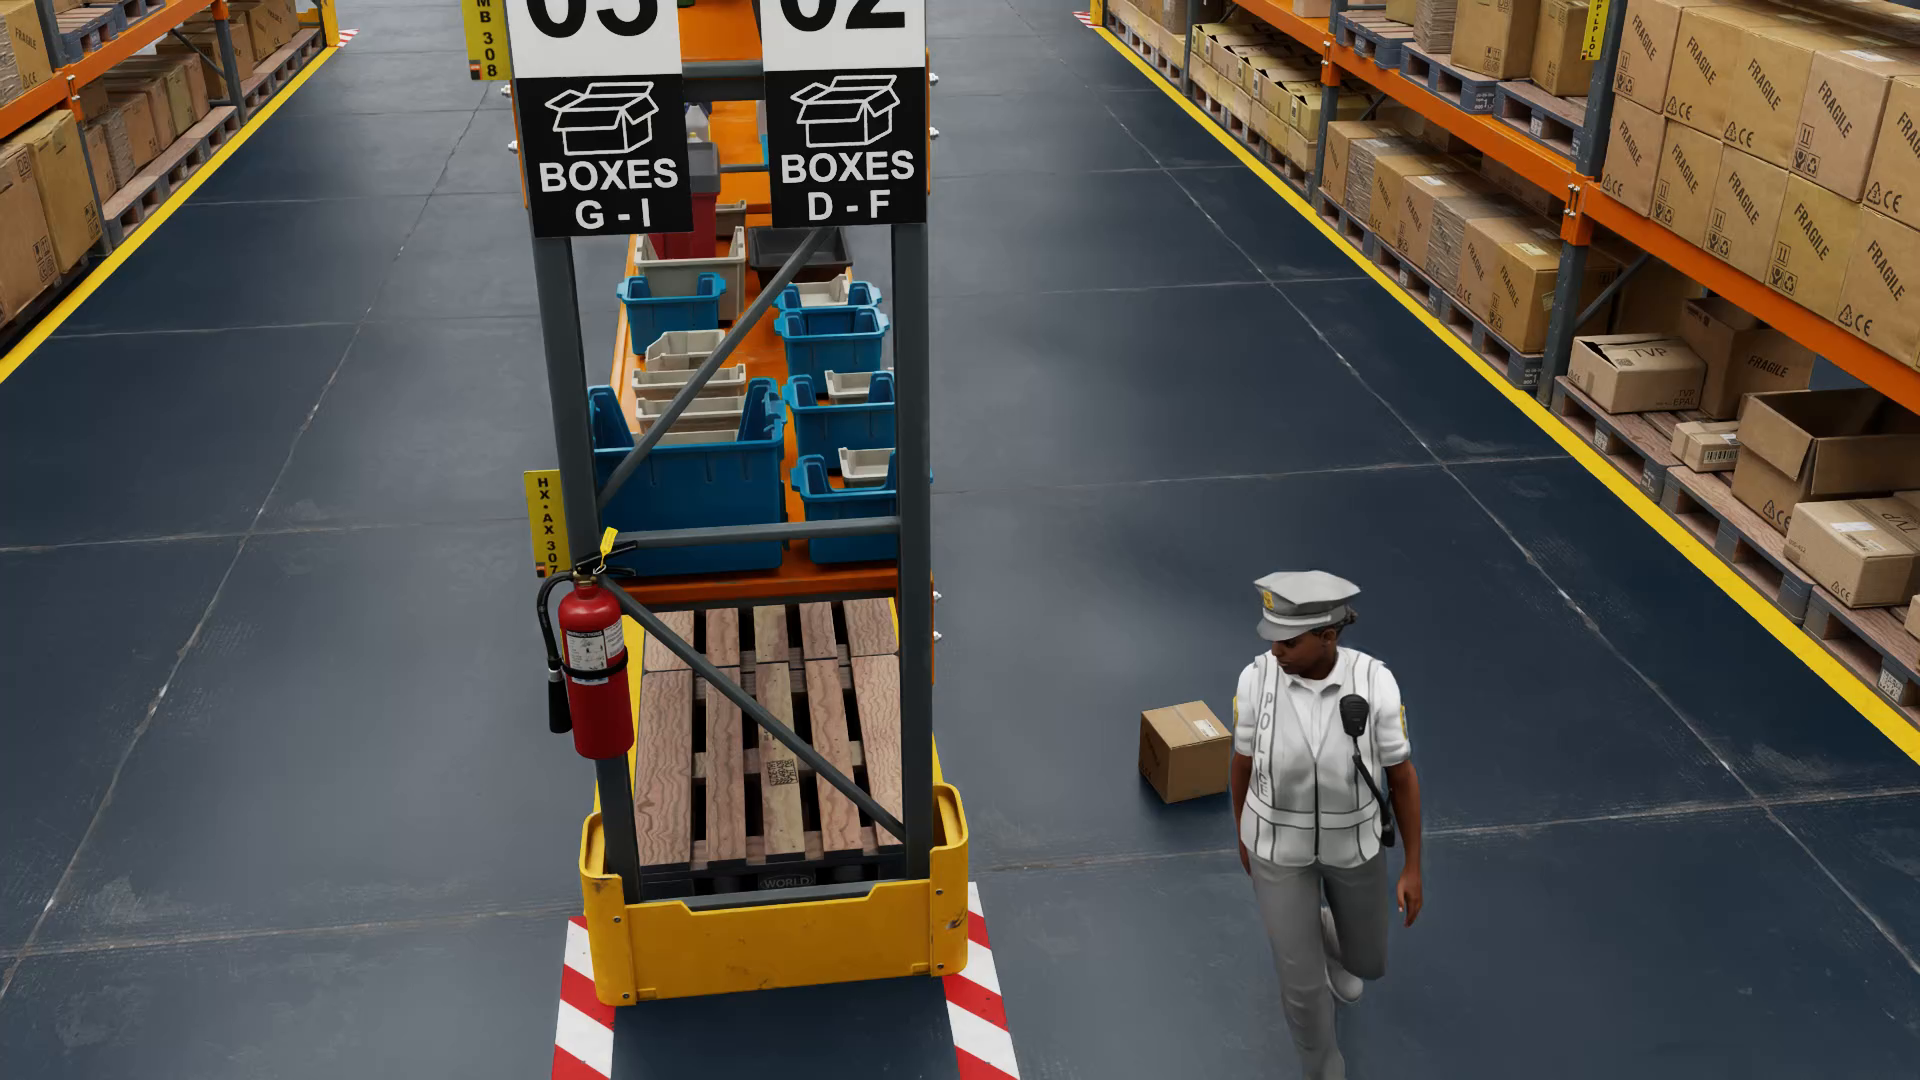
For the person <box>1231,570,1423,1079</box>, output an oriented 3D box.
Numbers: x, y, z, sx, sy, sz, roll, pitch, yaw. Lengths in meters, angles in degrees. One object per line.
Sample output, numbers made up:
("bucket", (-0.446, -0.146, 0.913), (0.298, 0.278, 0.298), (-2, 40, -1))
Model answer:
("person", (0.981, 0.814, 4.532), (0.525, 1.623, 0.785), (3, 27, 6))
